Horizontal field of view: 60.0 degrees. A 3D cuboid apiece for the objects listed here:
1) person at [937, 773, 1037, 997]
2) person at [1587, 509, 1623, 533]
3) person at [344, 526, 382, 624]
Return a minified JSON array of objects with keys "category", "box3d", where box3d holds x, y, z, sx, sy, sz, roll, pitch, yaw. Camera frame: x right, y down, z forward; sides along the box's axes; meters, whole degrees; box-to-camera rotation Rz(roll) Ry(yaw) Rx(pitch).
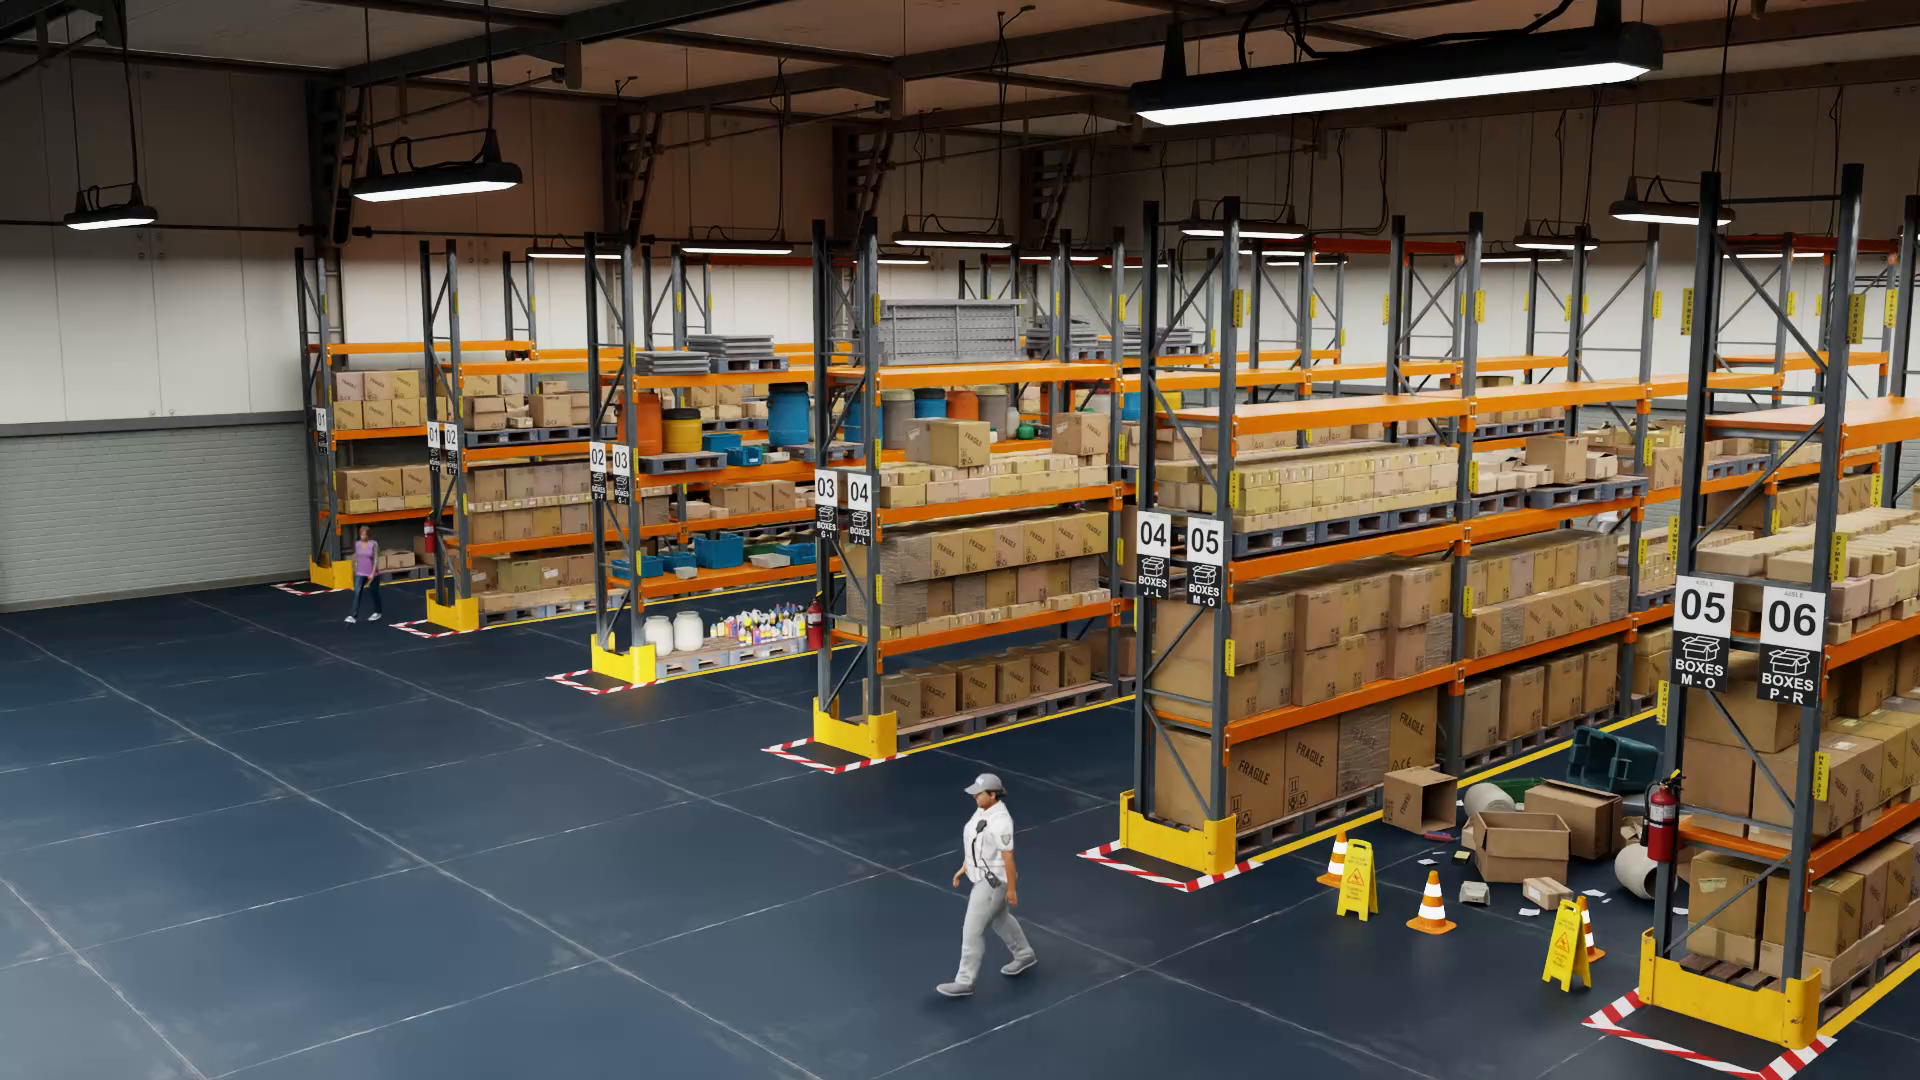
[{"category":"person","box3d":[0.205,2.551,12.475,0.848,1.641,0.516,-2,9,-11]},{"category":"person","box3d":[12.482,-0.389,32.066,1.093,1.715,0.586,-2,9,-15]},{"category":"person","box3d":[-9.378,0.555,26.181,0.455,1.547,0.956,-1,8,-4]}]
